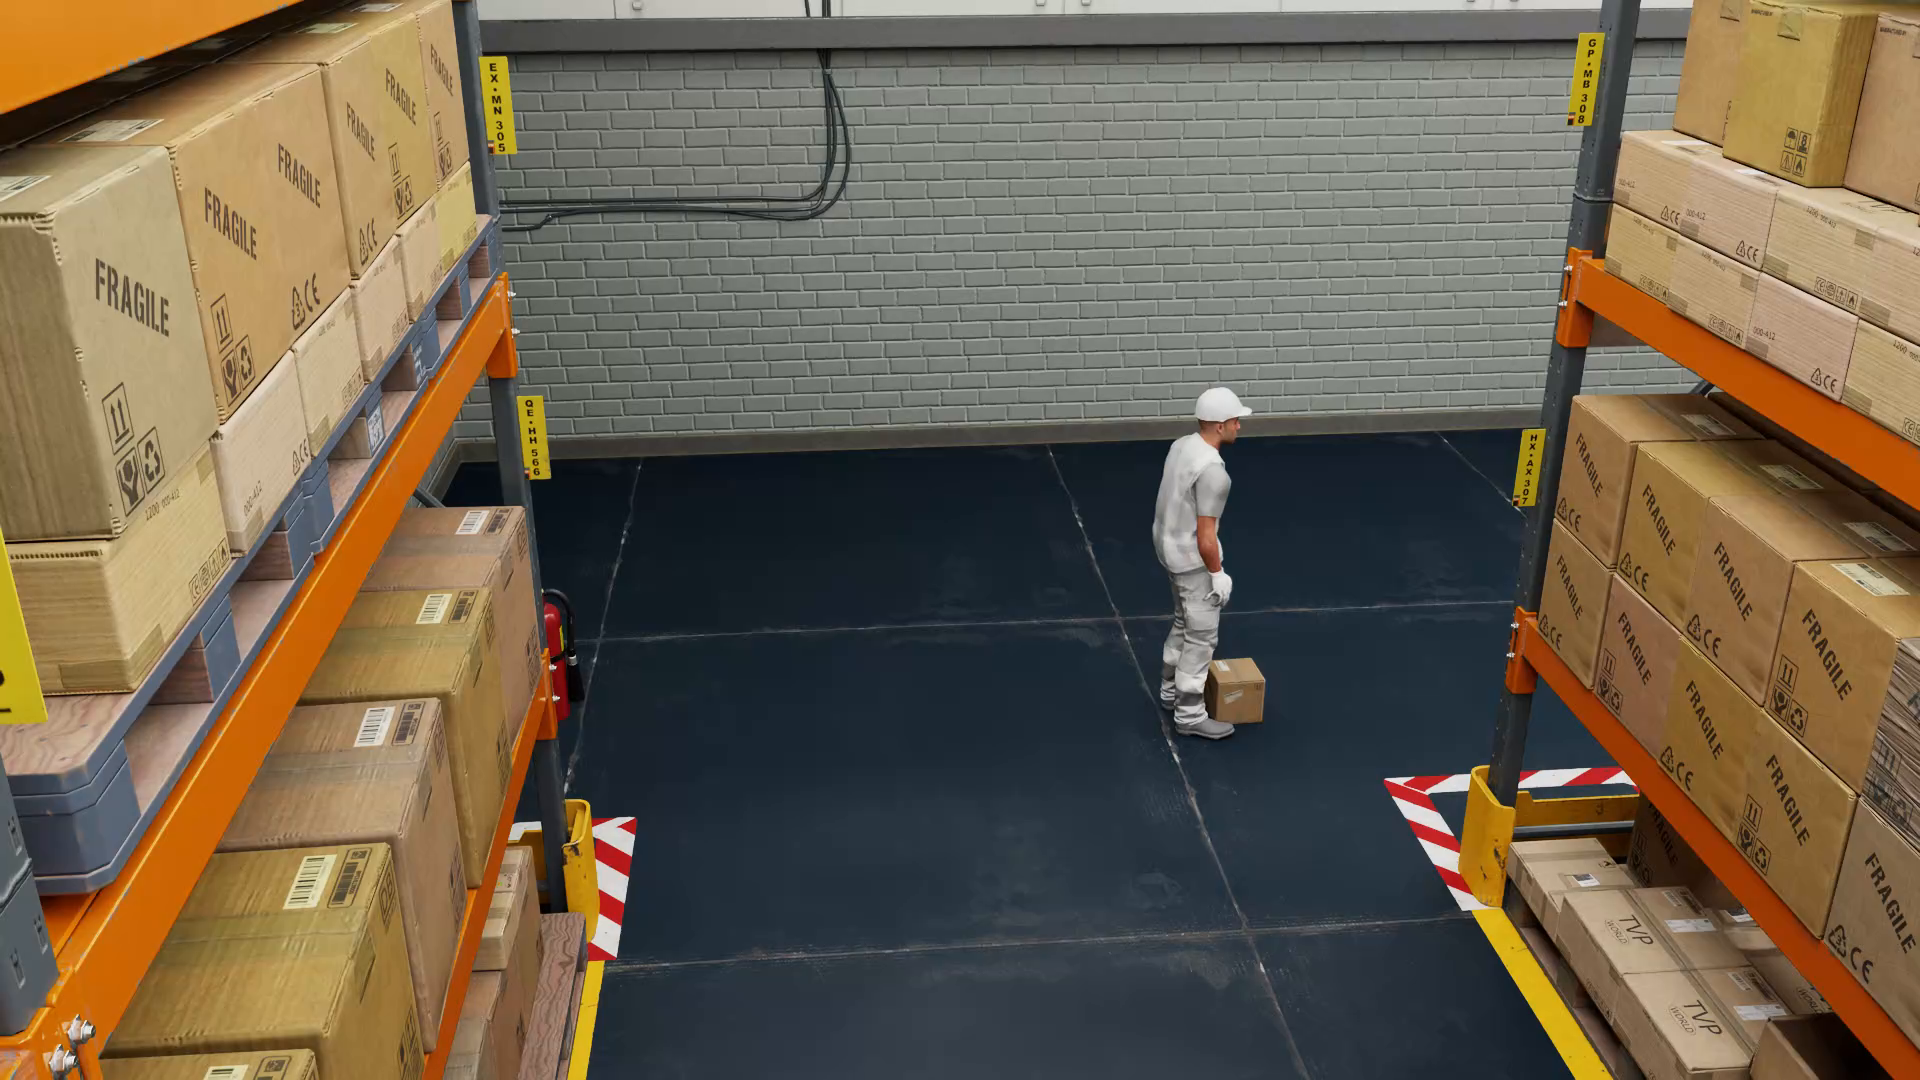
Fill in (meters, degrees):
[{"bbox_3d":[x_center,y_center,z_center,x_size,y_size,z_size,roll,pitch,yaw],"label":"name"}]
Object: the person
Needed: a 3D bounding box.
[{"bbox_3d":[1.202,0.097,8.355,0.446,1.780,0.623,-3,24,-7],"label":"person"}]
